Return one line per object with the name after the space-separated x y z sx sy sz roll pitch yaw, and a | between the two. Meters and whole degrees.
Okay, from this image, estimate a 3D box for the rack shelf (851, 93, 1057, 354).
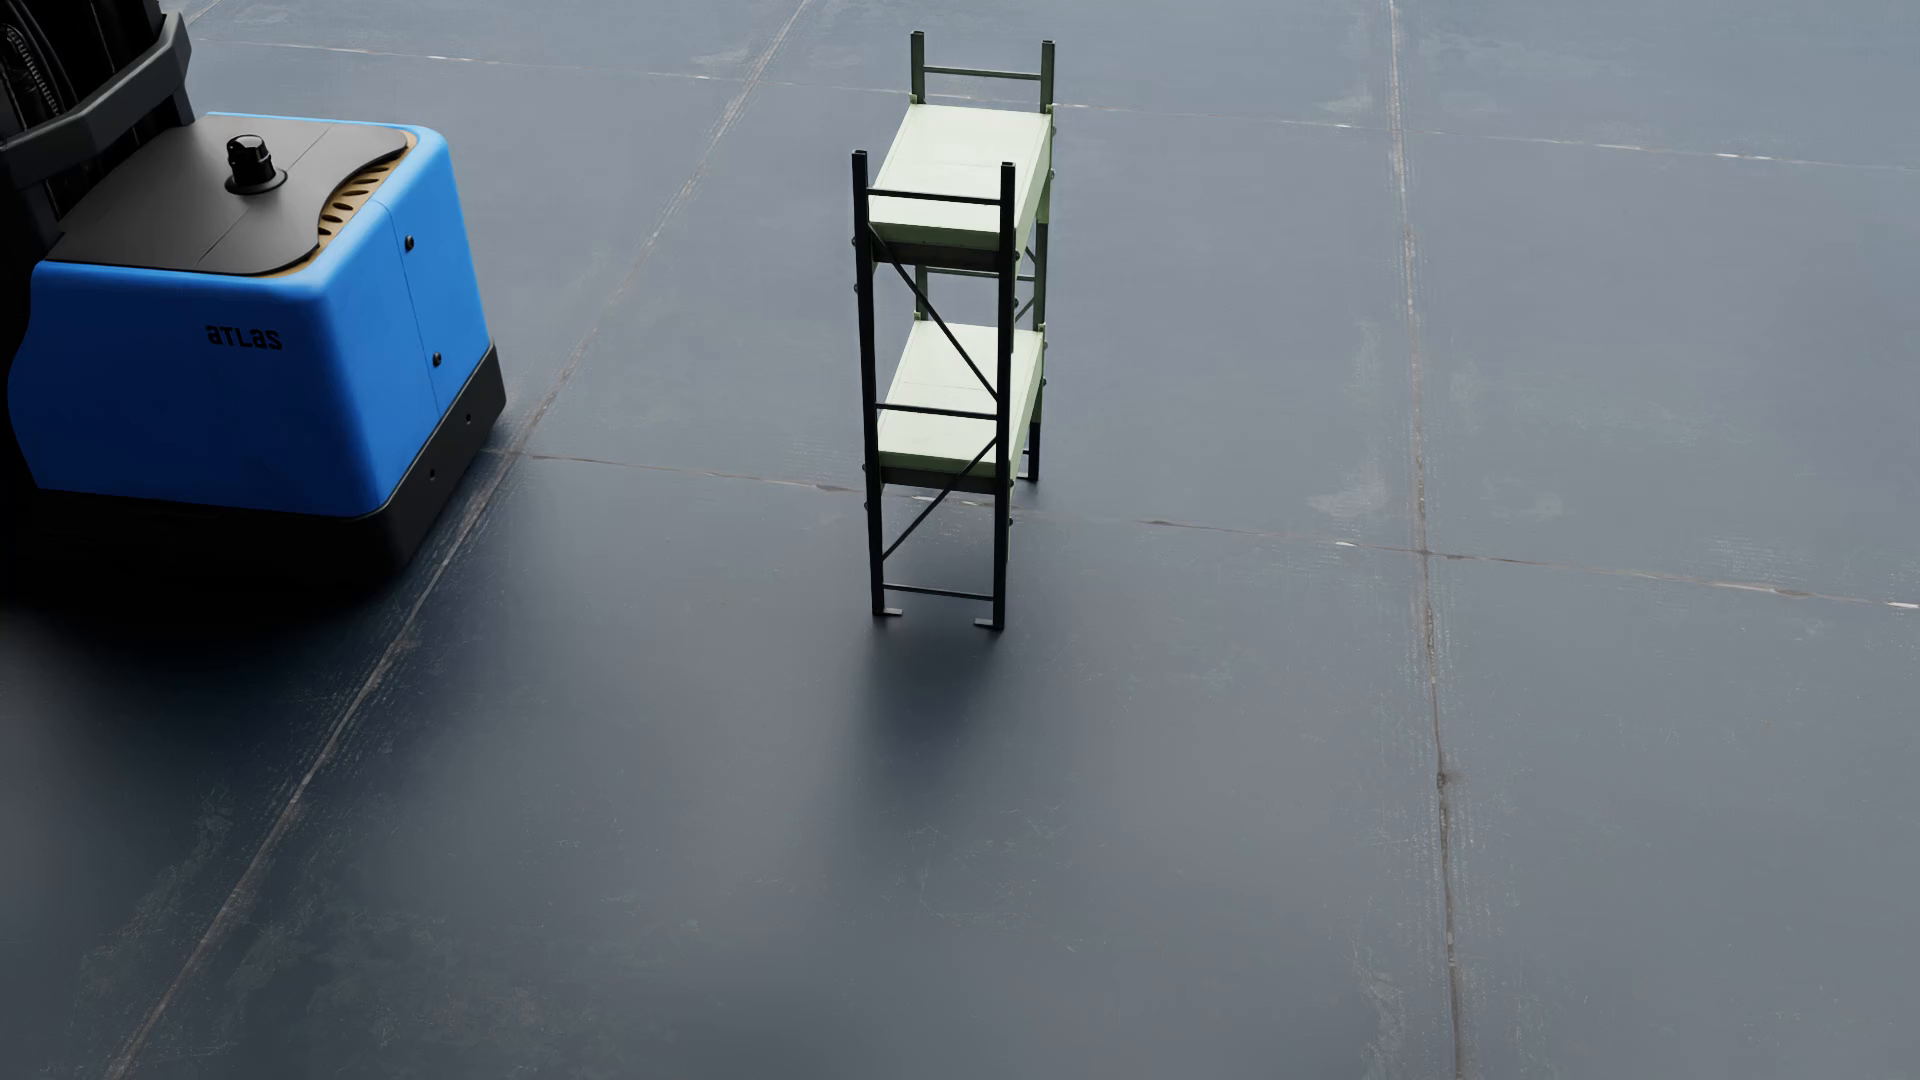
-0.001 -0.875 4.518 0.431 0.370 0.720 6 40 8 | rack shelf

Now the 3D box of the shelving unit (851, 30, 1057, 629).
-0.001 -0.574 4.767 0.431 1.500 0.755 6 40 8 | shelving unit

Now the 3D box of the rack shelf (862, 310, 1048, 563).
-0.001 -0.323 4.975 0.431 0.370 0.720 6 40 8 | rack shelf

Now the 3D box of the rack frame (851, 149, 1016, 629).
-0.064 -0.344 4.489 0.400 1.500 0.023 6 40 8 | rack frame

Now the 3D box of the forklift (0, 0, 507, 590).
-3.117 -1.408 4.652 3.031 2.935 1.130 5 40 6 | forklift

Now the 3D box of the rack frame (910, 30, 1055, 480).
0.062 -0.804 5.045 0.400 1.500 0.023 6 40 8 | rack frame
